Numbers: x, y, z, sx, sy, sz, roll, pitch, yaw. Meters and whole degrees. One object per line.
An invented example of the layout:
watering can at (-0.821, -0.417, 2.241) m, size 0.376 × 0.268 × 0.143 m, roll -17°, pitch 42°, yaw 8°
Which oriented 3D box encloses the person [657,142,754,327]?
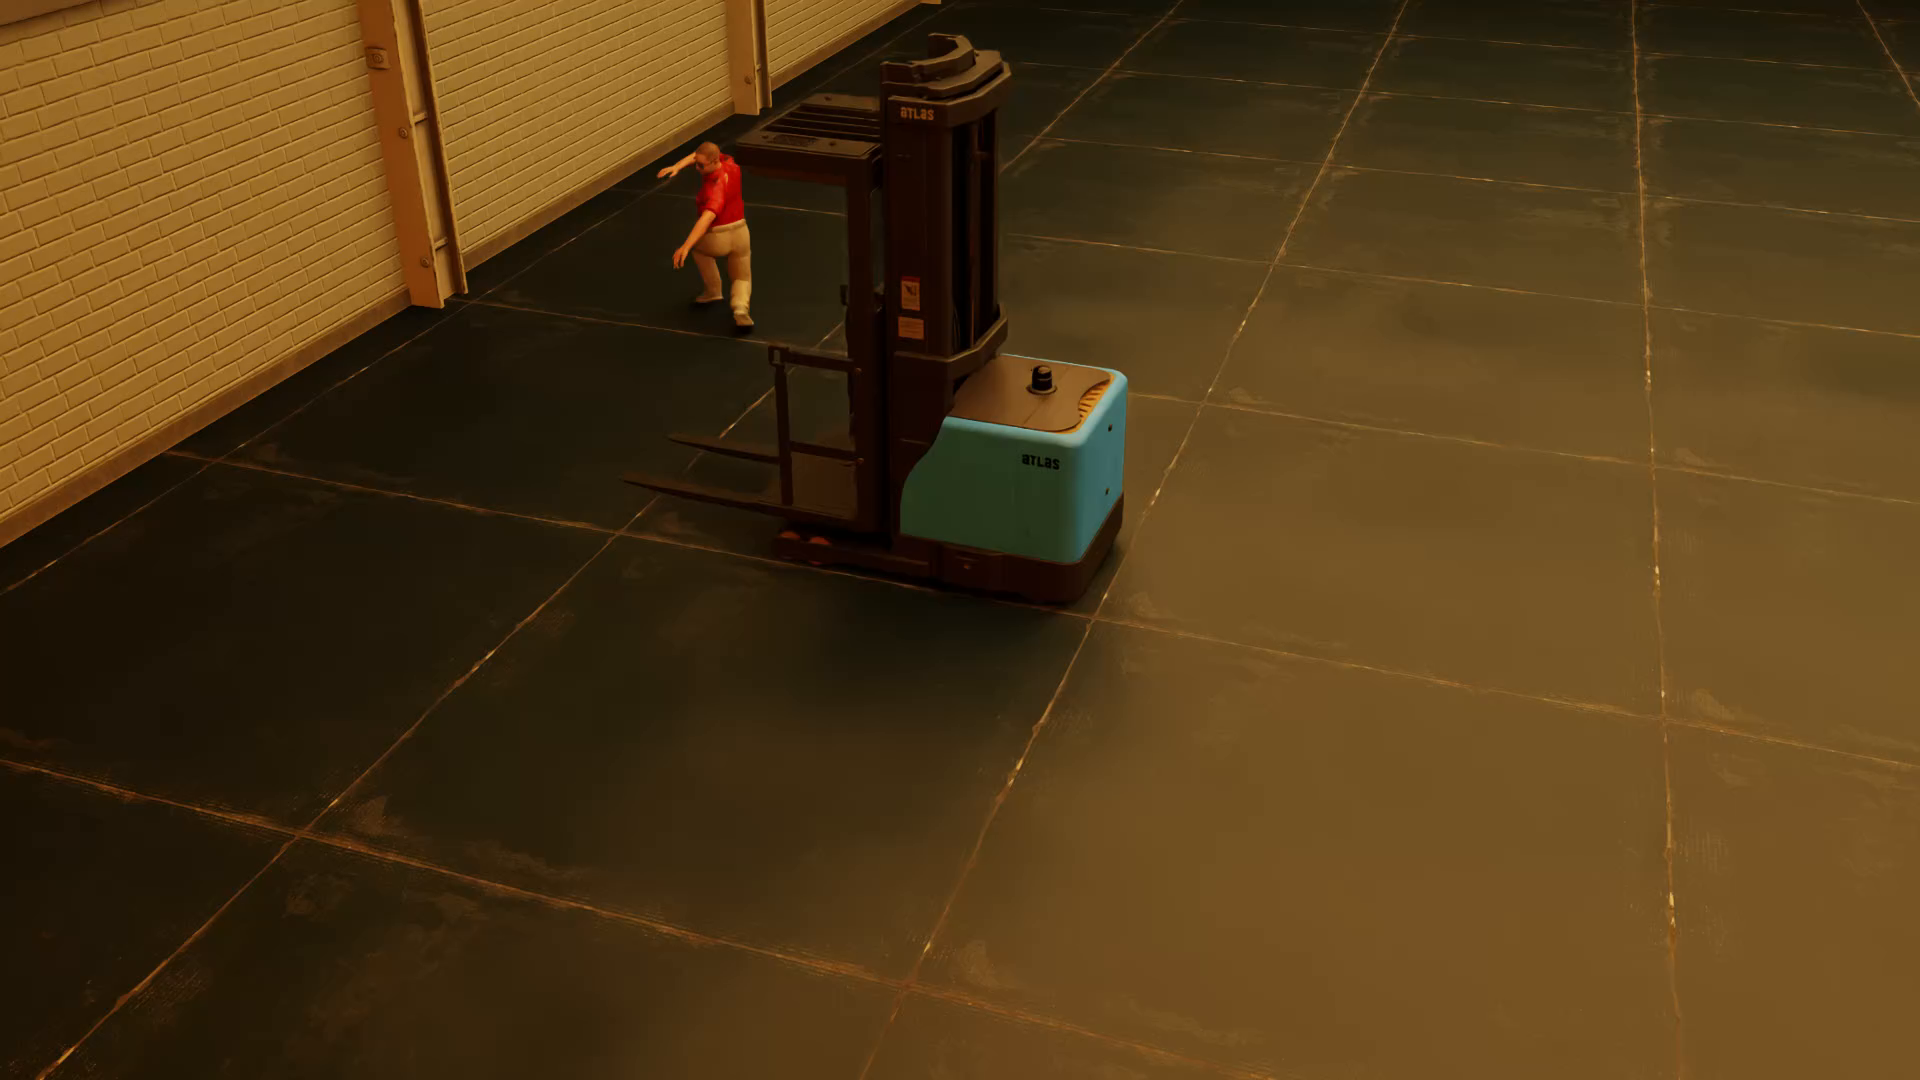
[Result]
person at (-1.992, -2.337, 12.776) m, size 0.825 × 1.477 × 0.984 m, roll -20°, pitch 35°, yaw -31°

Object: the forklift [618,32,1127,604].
forklift at (-0.588, -1.356, 9.515) m, size 3.031 × 2.935 × 1.130 m, roll 10°, pitch 31°, yaw 18°
